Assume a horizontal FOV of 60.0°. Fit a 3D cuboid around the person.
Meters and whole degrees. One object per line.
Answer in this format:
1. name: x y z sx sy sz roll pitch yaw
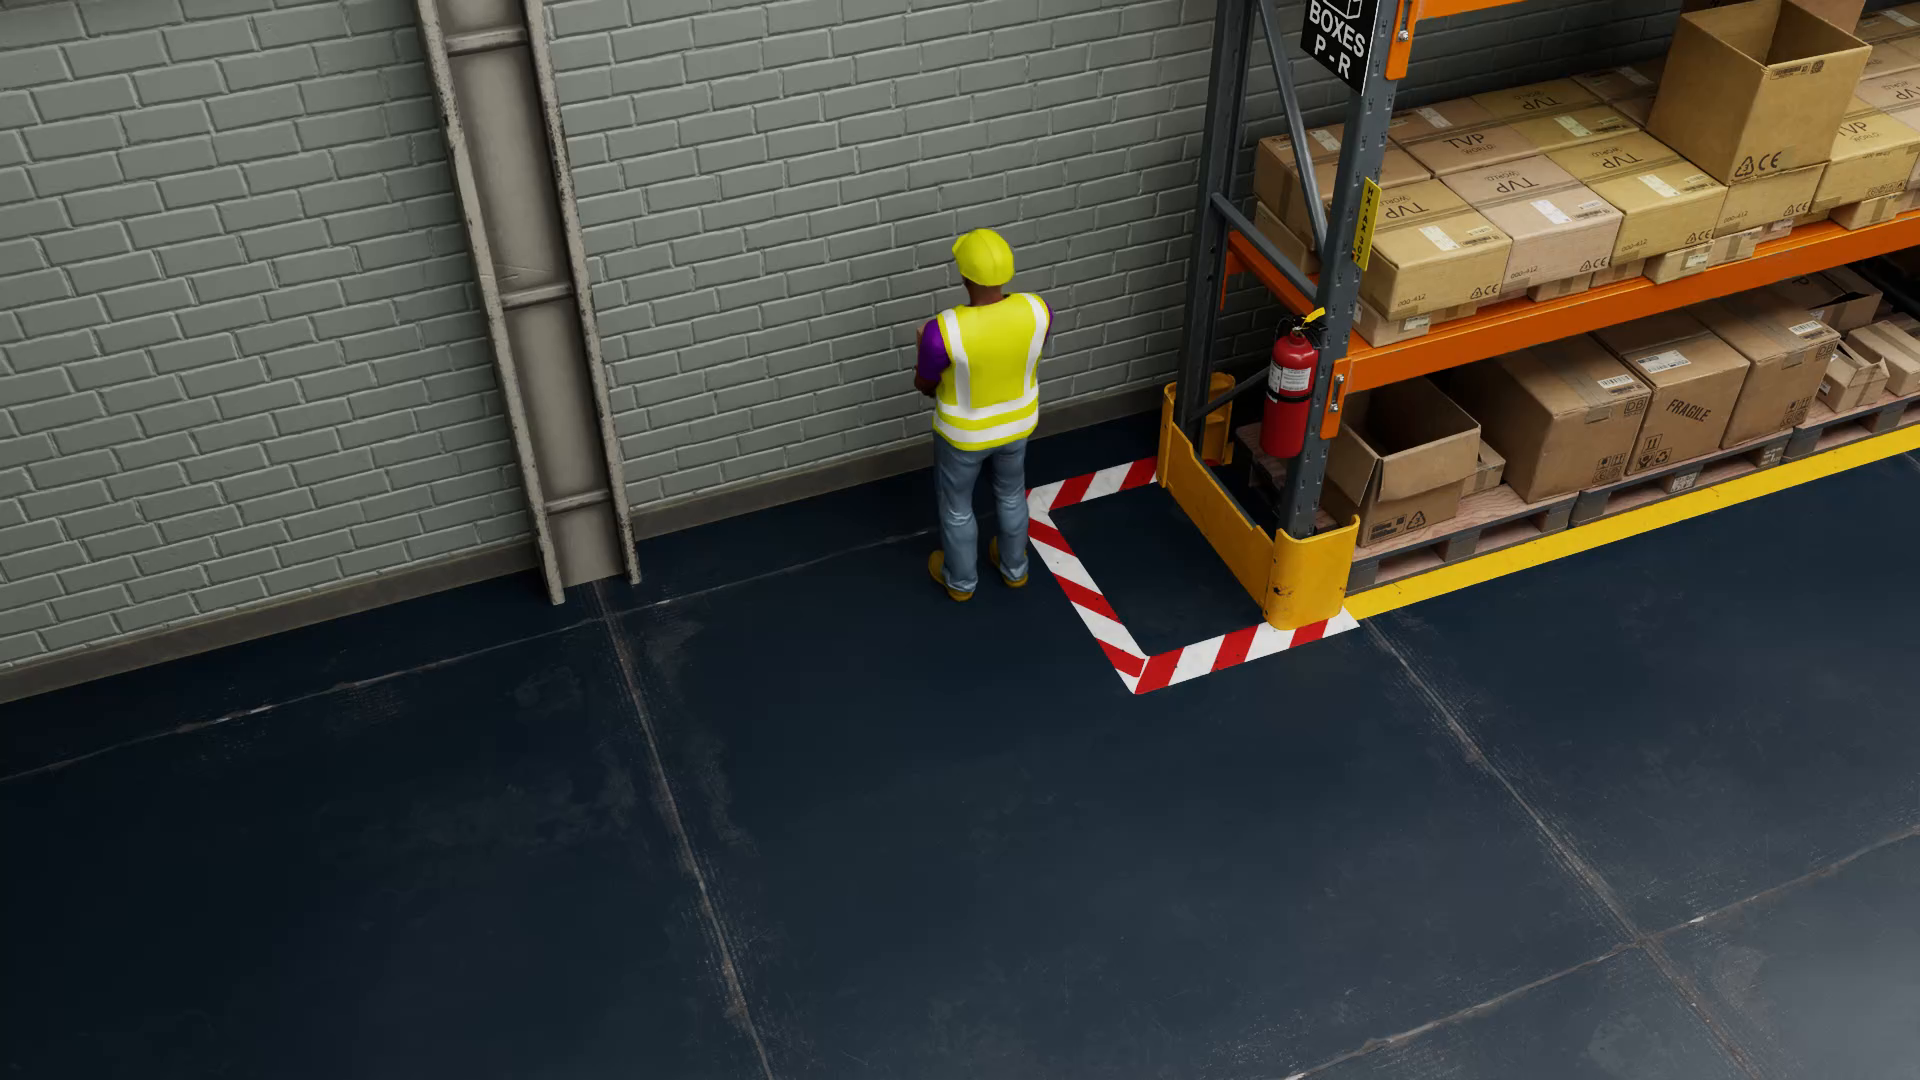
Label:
1. person: 0.063 -0.493 6.702 0.637 1.761 0.455 -17 44 -18
